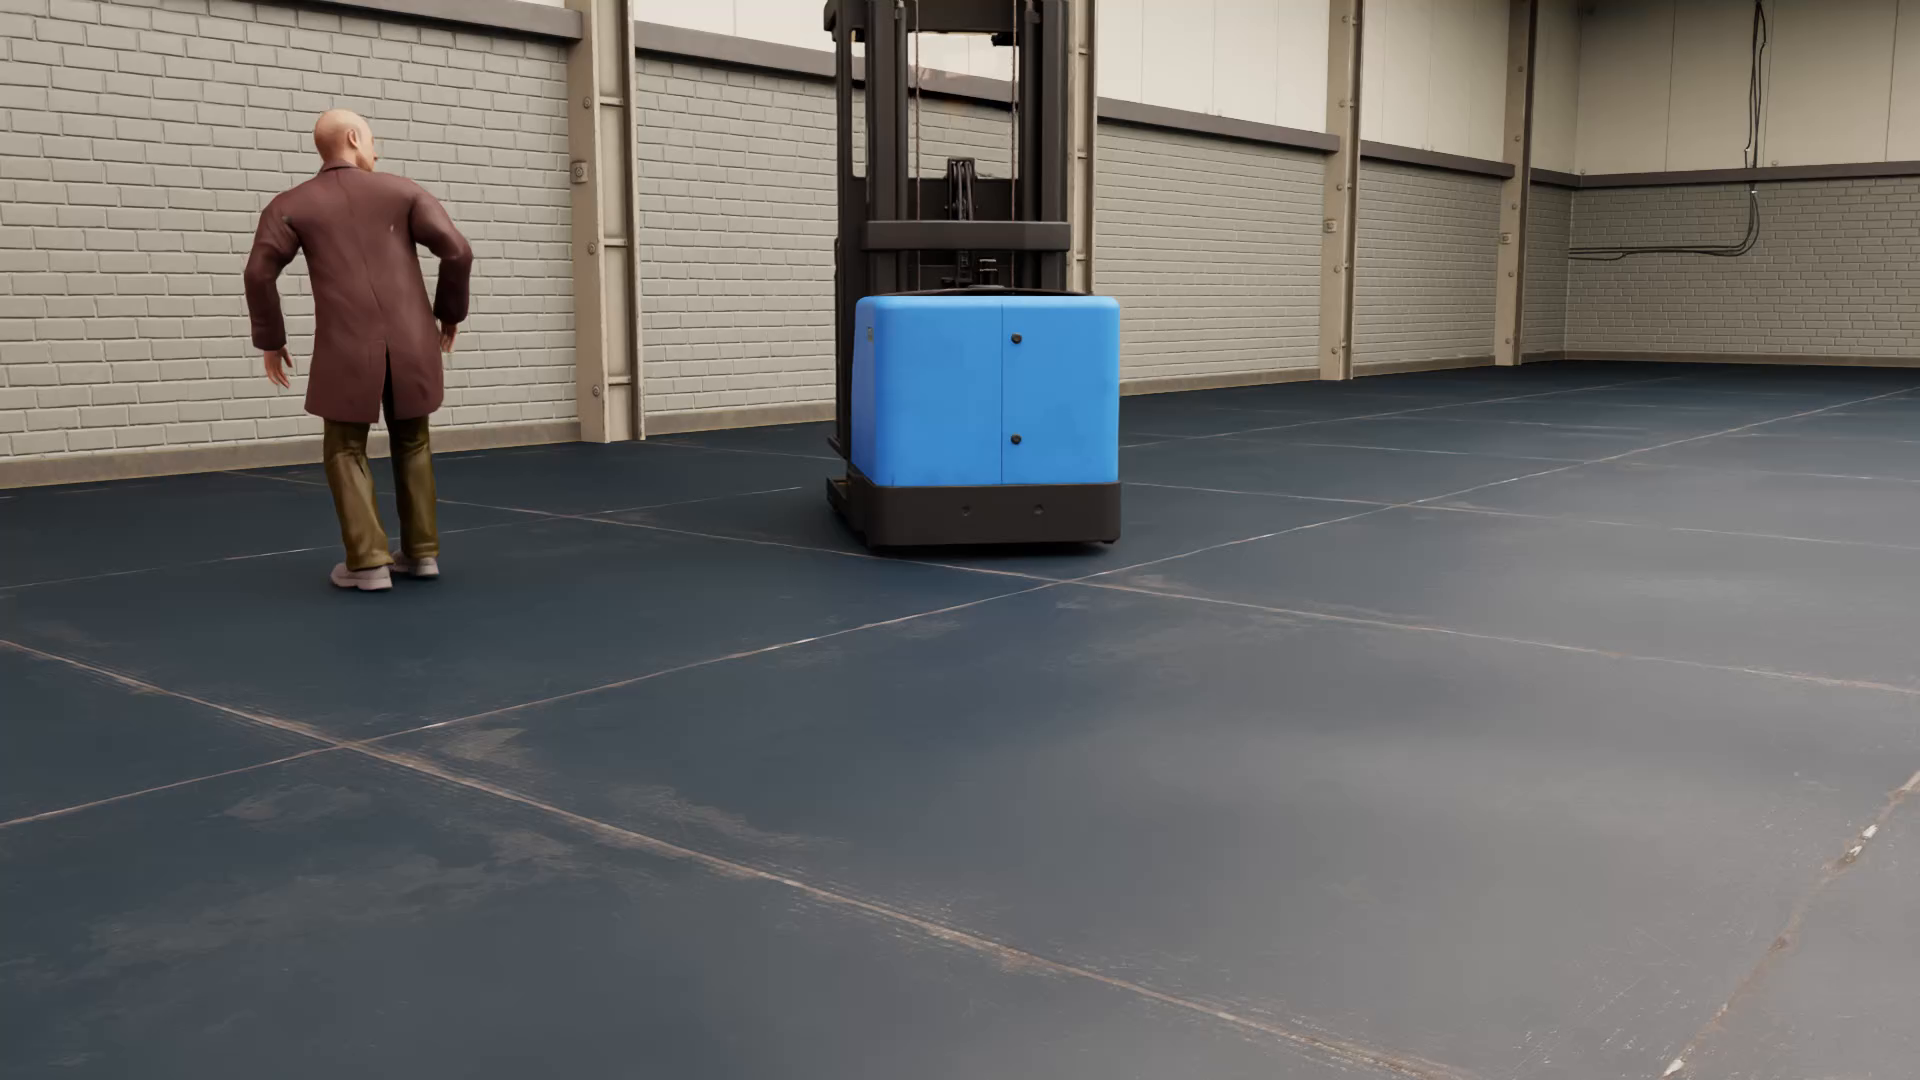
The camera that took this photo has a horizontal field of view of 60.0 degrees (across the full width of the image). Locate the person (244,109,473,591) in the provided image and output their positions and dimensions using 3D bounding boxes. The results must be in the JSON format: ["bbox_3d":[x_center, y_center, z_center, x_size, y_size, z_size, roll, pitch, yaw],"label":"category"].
[{"bbox_3d":[-2.237,-0.704,6.199,0.790,1.753,0.552,-5,10,-29],"label":"person"}]

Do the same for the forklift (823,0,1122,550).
[{"bbox_3d":[-0.075,-1.582,8.092,1.130,2.935,3.031,-1,8,-9],"label":"forklift"}]
